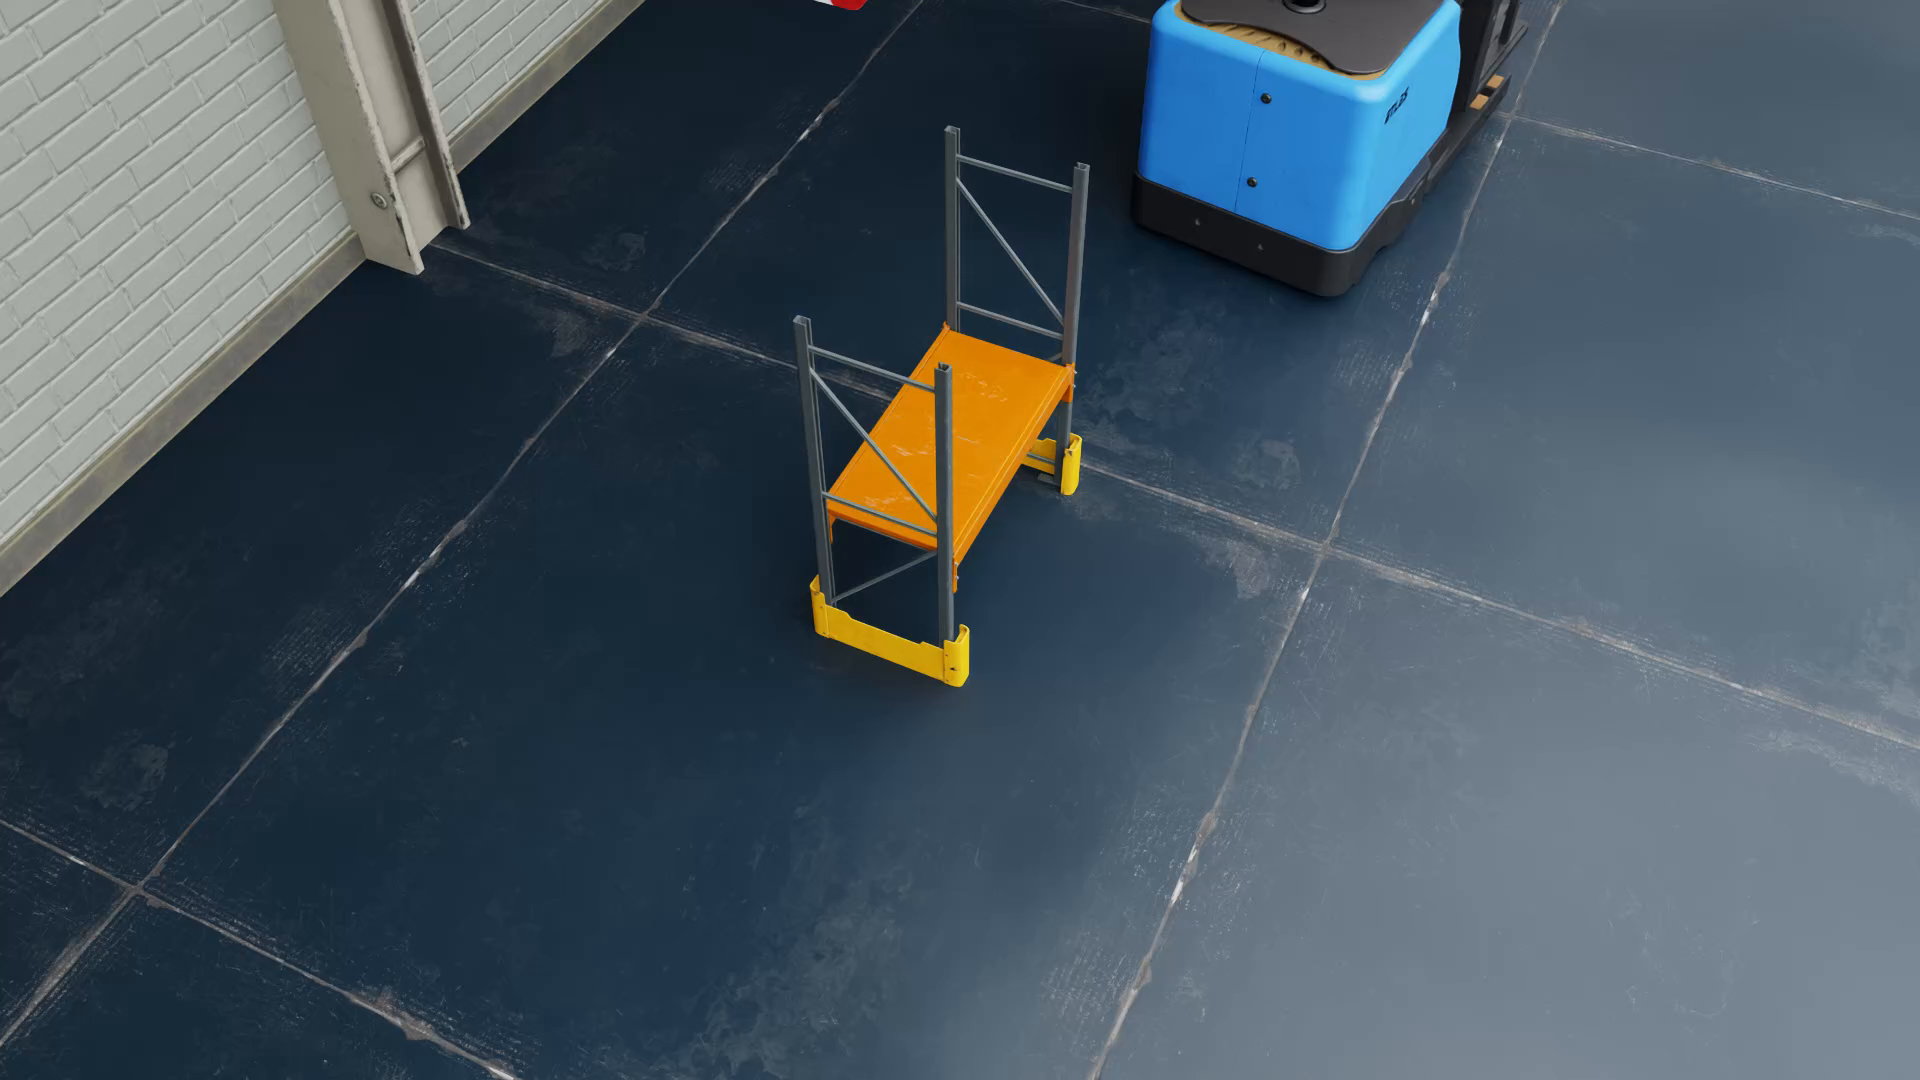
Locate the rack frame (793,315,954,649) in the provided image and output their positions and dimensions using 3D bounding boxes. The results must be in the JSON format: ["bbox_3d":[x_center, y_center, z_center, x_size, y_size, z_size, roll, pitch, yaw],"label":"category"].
[{"bbox_3d":[-0.254,-0.077,5.331,0.500,1.500,0.032,20,52,16],"label":"rack frame"}]

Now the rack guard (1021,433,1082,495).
[{"bbox_3d":[0.180,-0.371,6.402,0.587,0.250,0.087,20,52,16],"label":"rack guard"}]

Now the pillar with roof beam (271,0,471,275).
[{"bbox_3d":[1.478,-2.852,2.768,9.100,9.000,0.400,20,52,16],"label":"pillar with roof beam"}]

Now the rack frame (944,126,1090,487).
[{"bbox_3d":[0.181,-0.777,5.927,0.500,1.500,0.032,20,52,16],"label":"rack frame"}]

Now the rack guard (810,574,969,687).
[{"bbox_3d":[-0.245,0.314,5.818,0.587,0.250,0.087,20,52,16],"label":"rack guard"}]

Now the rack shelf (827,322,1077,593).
[{"bbox_3d":[-0.036,-0.311,5.766,0.538,0.185,1.000,20,52,16],"label":"rack shelf"}]

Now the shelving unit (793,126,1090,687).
[{"bbox_3d":[-0.033,-0.434,5.634,0.587,1.500,1.083,20,52,16],"label":"shelving unit"}]

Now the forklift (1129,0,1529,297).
[{"bbox_3d":[1.981,-3.082,6.948,1.130,2.935,3.031,27,55,21],"label":"forklift"}]
